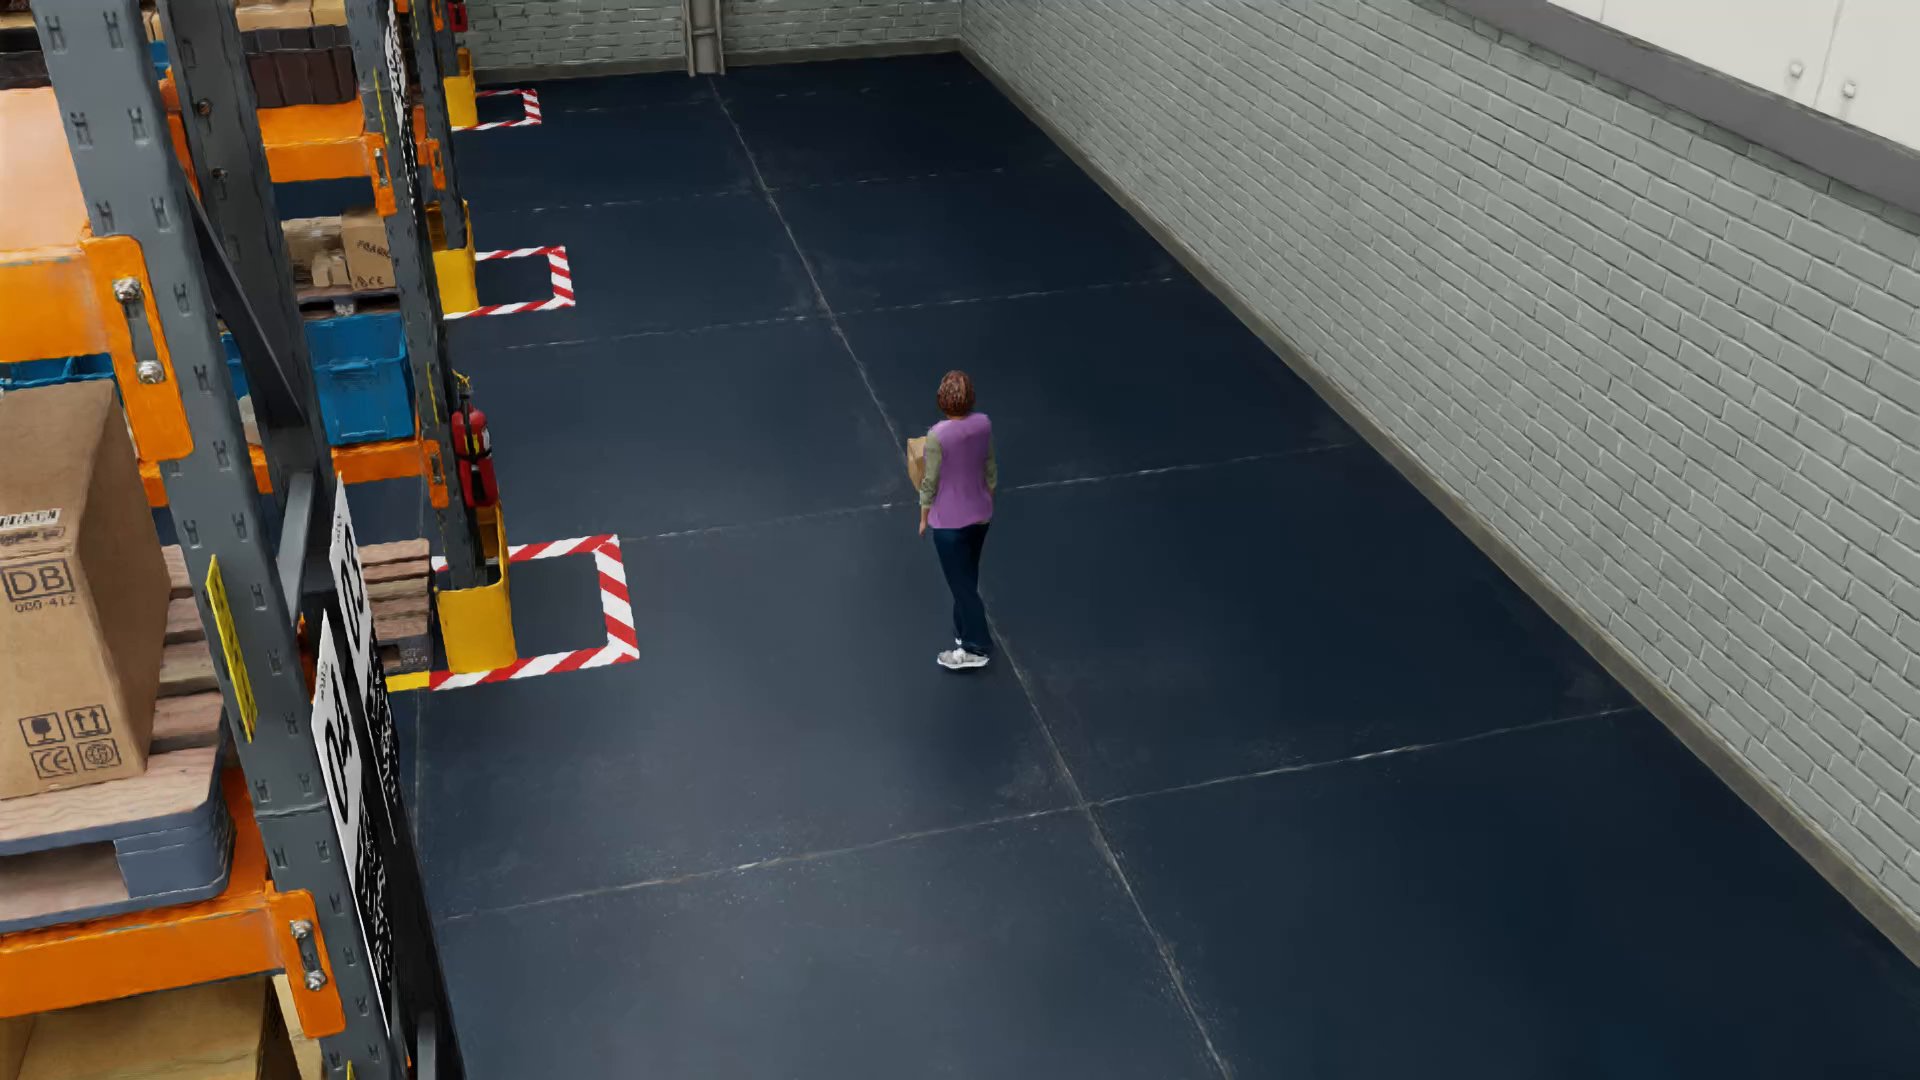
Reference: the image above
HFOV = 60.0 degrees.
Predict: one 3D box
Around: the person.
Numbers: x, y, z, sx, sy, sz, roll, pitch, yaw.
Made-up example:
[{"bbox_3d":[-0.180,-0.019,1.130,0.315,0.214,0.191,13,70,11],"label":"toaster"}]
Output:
[{"bbox_3d":[0.005,-0.099,8.393,0.422,1.605,0.463,-23,38,-33],"label":"person"}]
